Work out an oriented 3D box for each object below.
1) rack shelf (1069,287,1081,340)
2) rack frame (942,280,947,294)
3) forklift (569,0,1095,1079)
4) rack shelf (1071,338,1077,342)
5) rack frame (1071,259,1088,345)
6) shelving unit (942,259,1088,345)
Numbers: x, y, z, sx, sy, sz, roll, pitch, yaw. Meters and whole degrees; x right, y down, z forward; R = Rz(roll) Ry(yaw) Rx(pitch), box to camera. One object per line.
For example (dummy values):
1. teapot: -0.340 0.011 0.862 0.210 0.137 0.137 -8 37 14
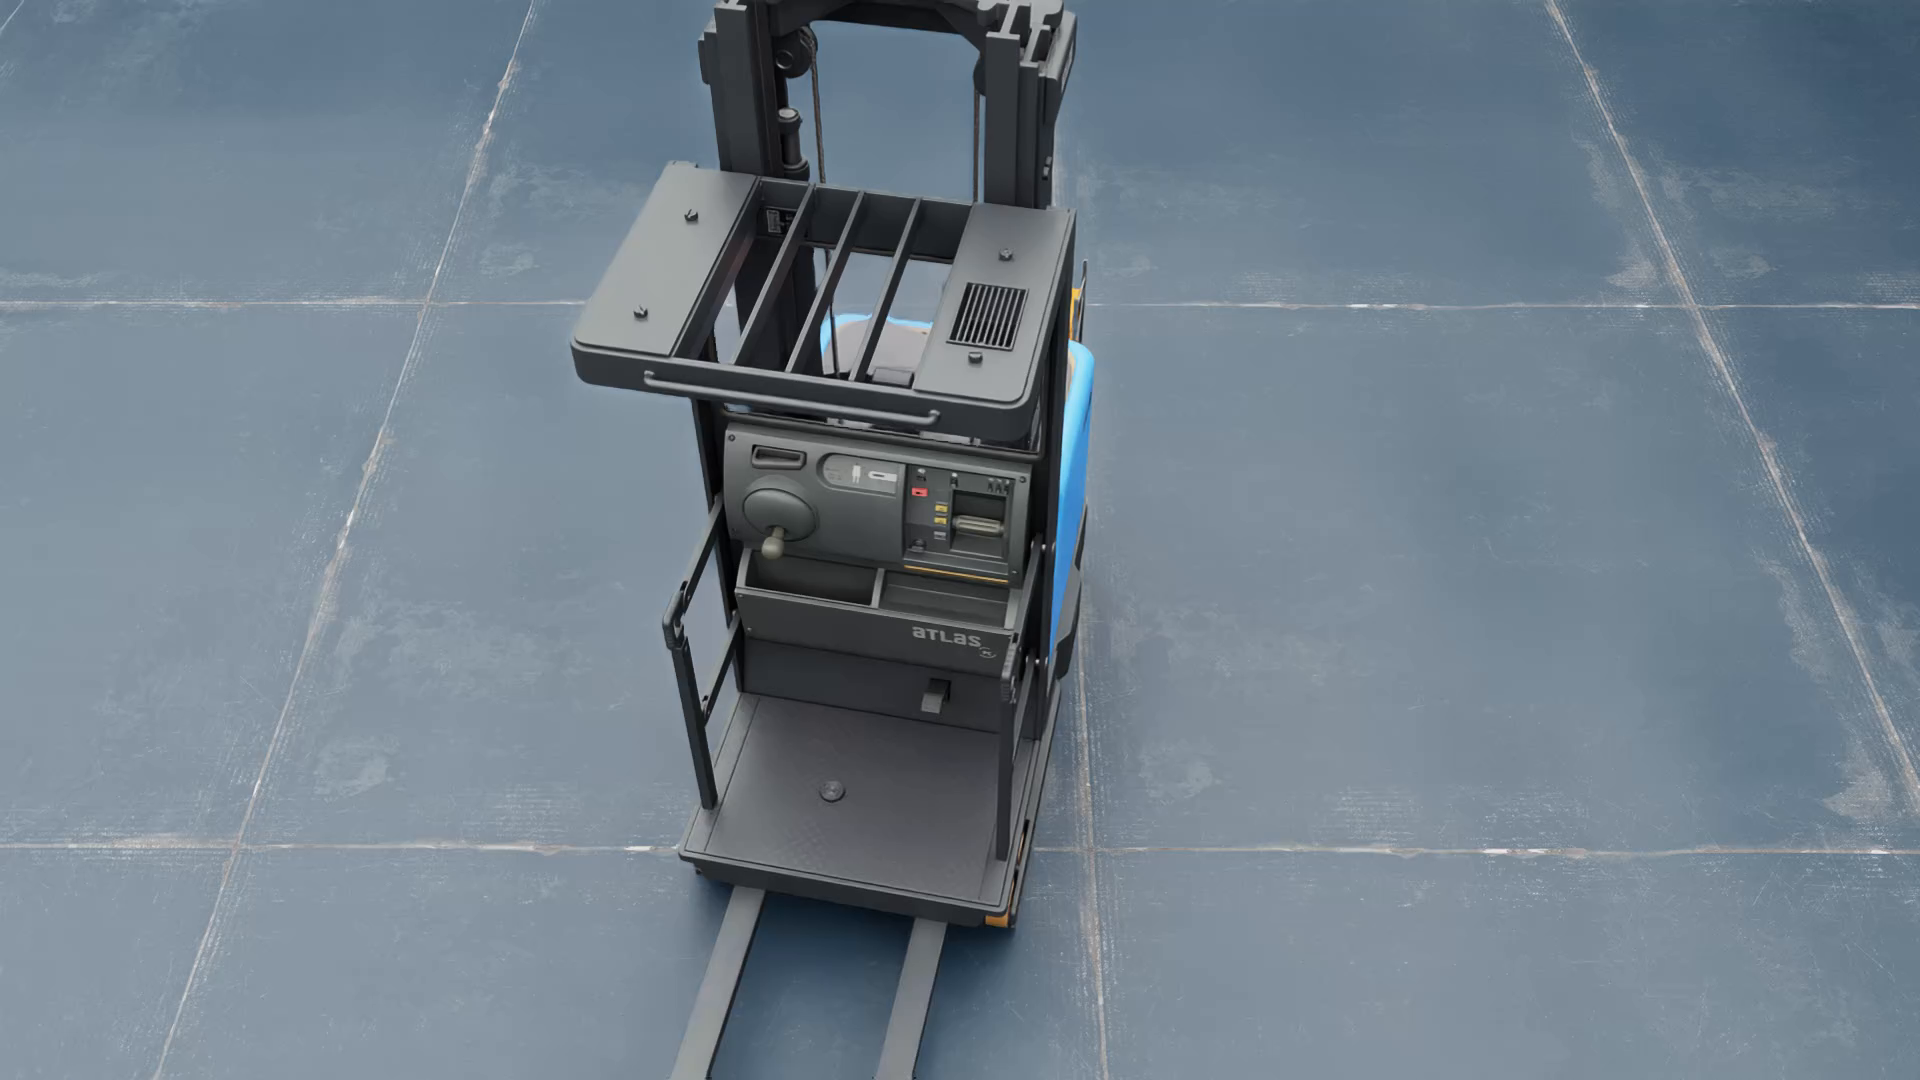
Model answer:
1. rack shelf: 0.203 -0.847 6.262 0.480 0.148 0.258 8 47 8
2. rack frame: -0.036 -0.614 6.582 0.015 1.200 0.240 8 47 8
3. forklift: -0.295 0.001 4.827 1.130 2.935 3.031 8 48 8
4. rack shelf: 0.203 -0.685 6.434 0.480 0.148 0.258 8 47 8
5. rack frame: 0.442 -0.542 6.515 0.015 1.200 0.240 8 47 8
6. shelving unit: 0.203 -0.578 6.548 0.503 1.200 0.258 8 47 8
